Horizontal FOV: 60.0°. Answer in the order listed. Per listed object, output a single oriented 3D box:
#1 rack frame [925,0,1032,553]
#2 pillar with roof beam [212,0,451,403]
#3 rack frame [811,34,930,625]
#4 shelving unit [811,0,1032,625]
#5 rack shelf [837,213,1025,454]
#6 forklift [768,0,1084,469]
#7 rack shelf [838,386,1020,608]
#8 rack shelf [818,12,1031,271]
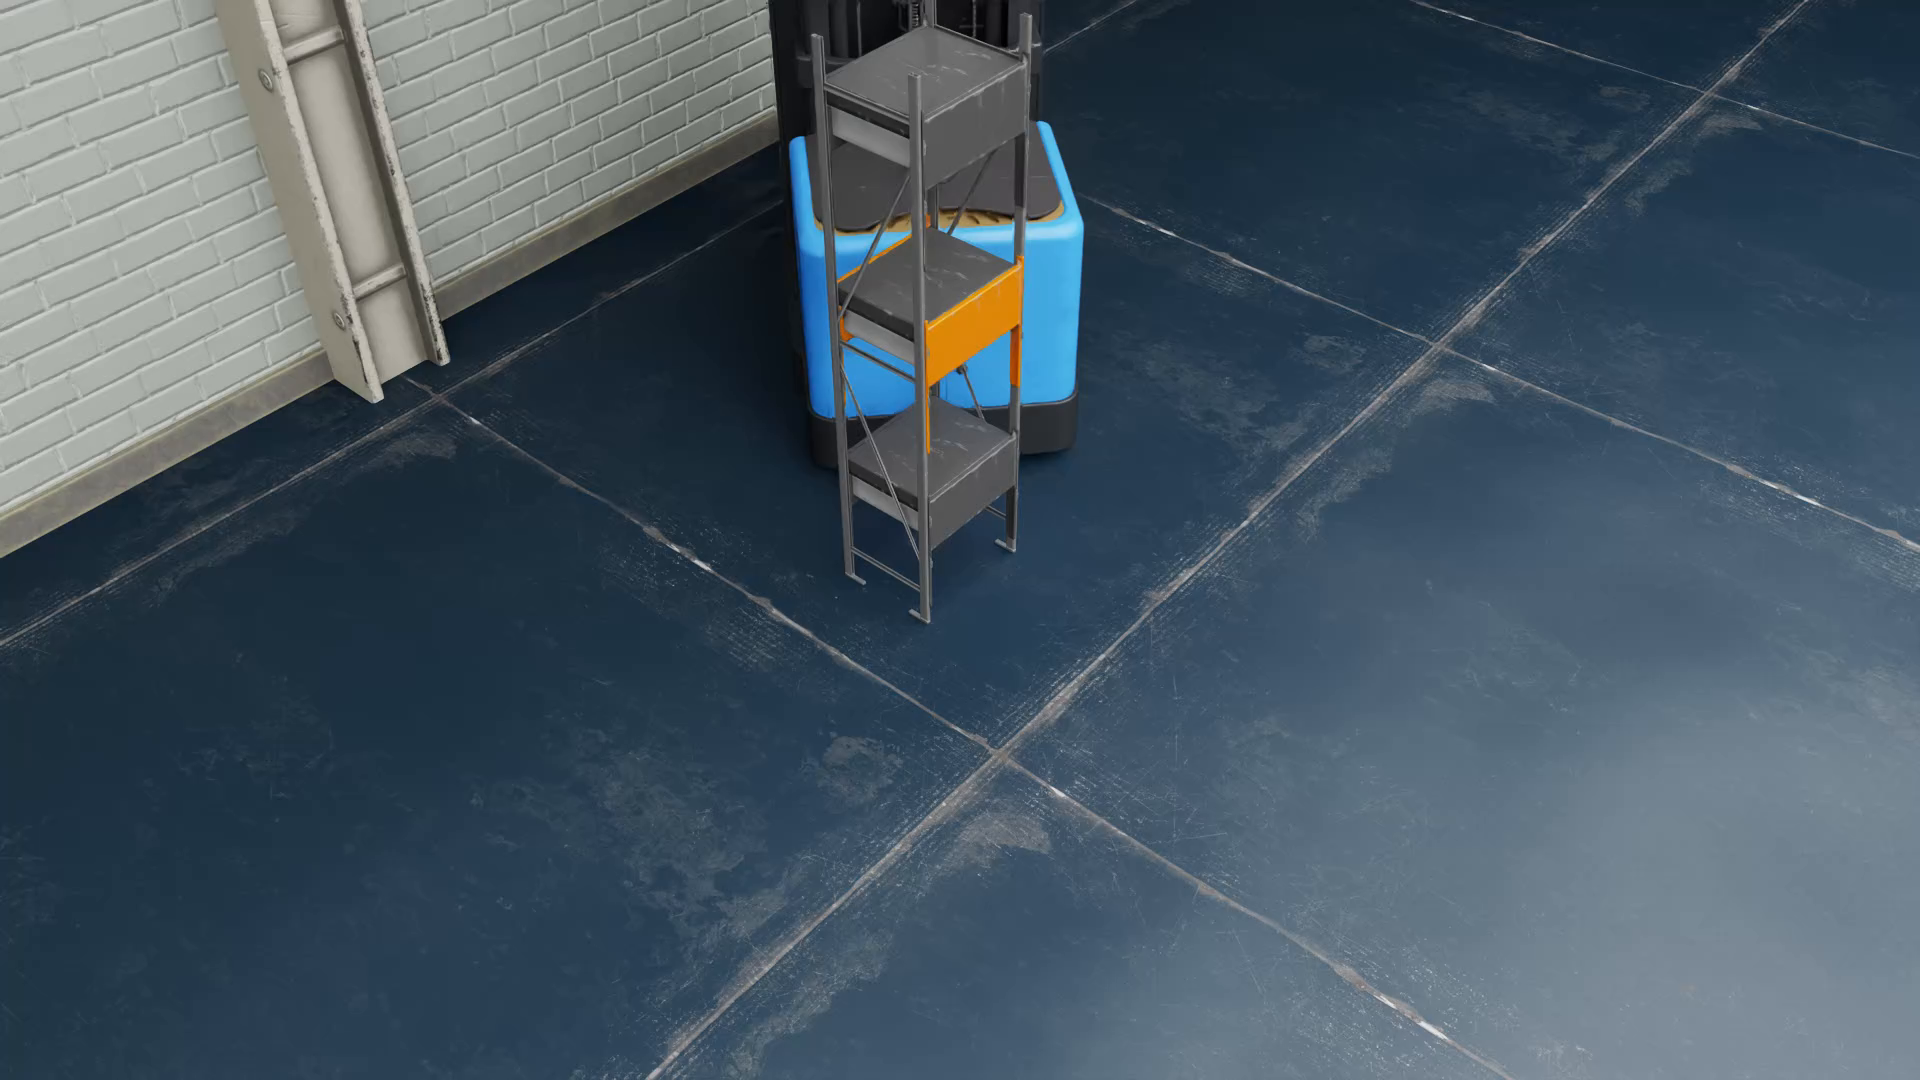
[{"bbox_3d":[0.050,-0.817,5.588,0.400,2.100,0.015,29,50,28],"label":"rack frame"},{"bbox_3d":[0.882,-2.196,1.976,9.100,9.000,0.400,29,50,28],"label":"pillar with roof beam"},{"bbox_3d":[-0.264,-0.566,5.312,0.400,2.100,0.015,29,50,28],"label":"rack frame"},{"bbox_3d":[-0.107,-0.692,5.450,0.431,2.100,0.503,29,50,28],"label":"shelving unit"},{"bbox_3d":[-0.107,-0.682,5.459,0.431,0.518,0.480,29,50,28],"label":"rack shelf"},{"bbox_3d":[-0.240,-2.351,6.656,1.130,2.935,3.031,-5,43,-5],"label":"forklift"},{"bbox_3d":[-0.107,-0.164,5.930,0.431,0.518,0.480,29,50,28],"label":"rack shelf"},{"bbox_3d":[-0.107,-1.199,4.988,0.431,0.518,0.480,29,50,28],"label":"rack shelf"}]
